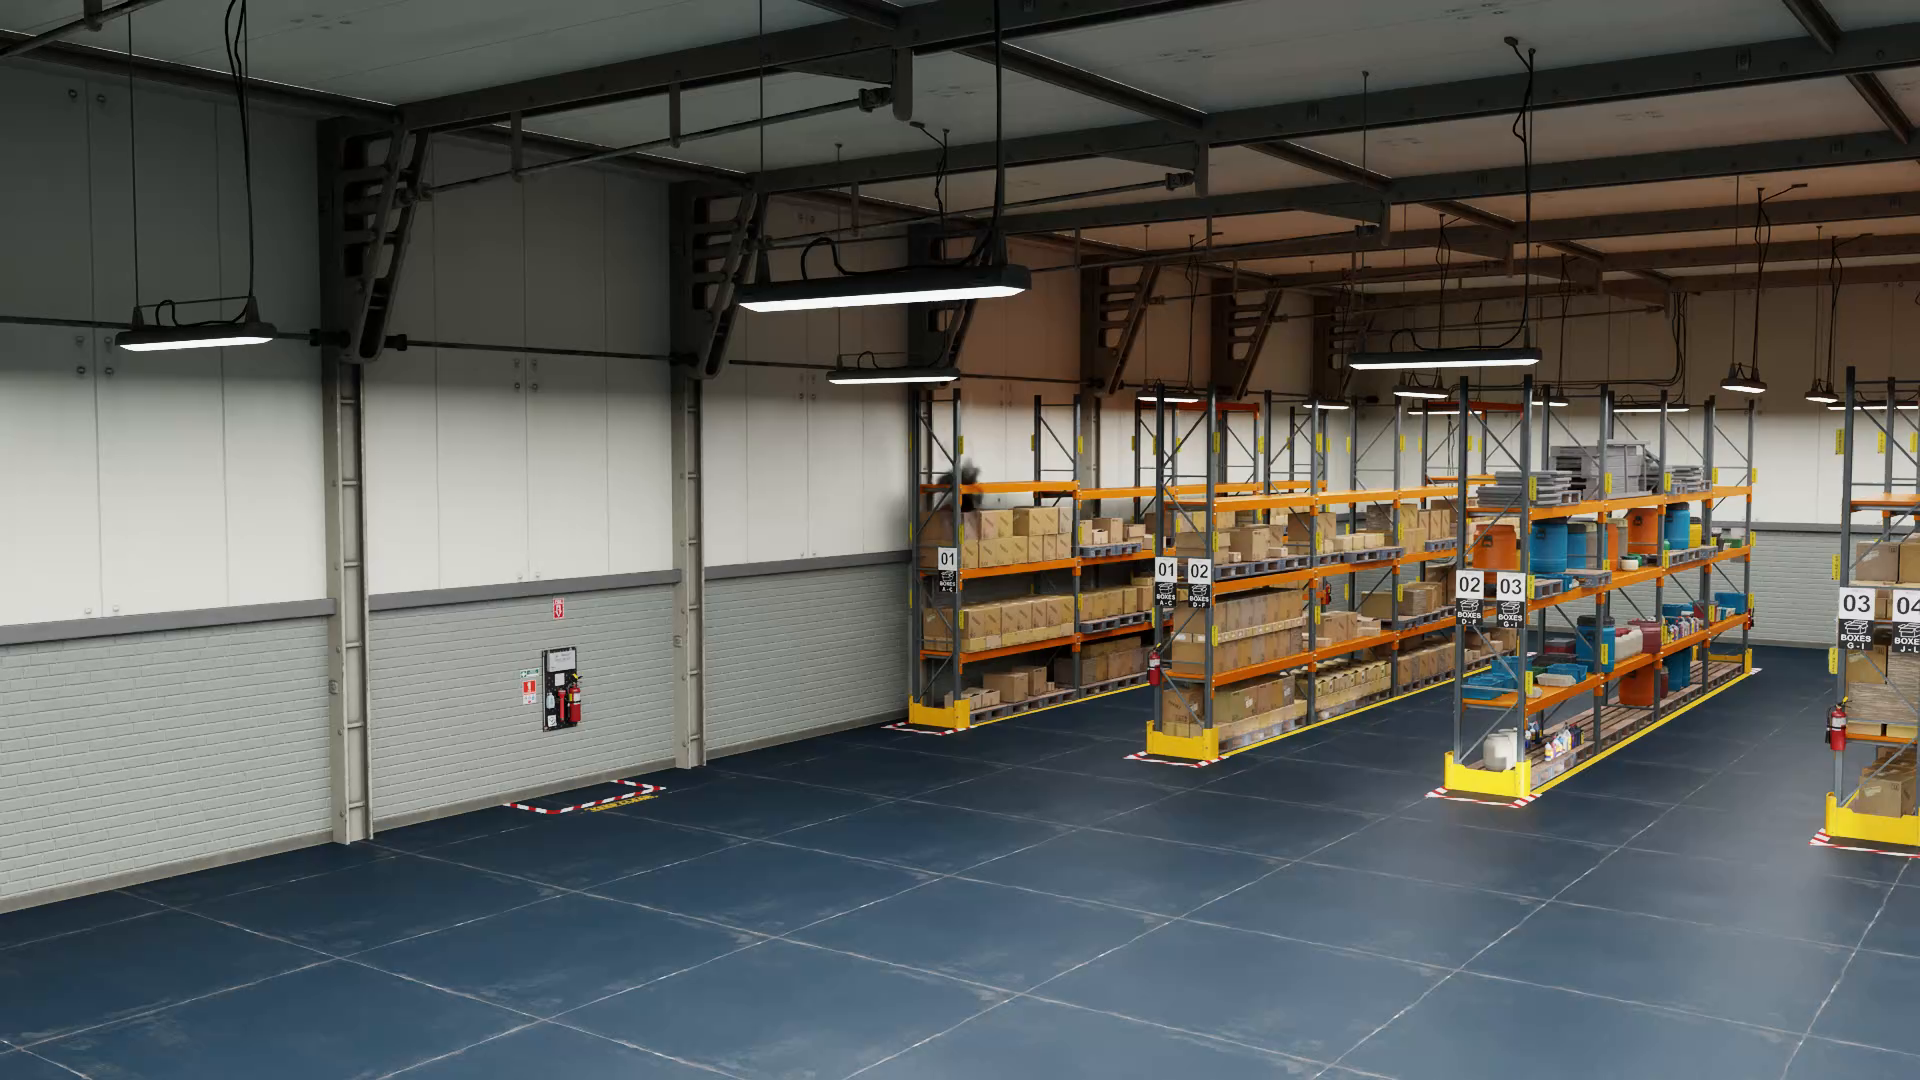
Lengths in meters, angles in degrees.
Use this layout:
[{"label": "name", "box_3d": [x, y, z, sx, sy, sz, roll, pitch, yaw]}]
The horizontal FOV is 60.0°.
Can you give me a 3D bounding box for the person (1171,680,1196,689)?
[{"label": "person", "box_3d": [4.215, 2.309, 30.858, 0.686, 1.739, 0.885, 2, 4, 33]}]
